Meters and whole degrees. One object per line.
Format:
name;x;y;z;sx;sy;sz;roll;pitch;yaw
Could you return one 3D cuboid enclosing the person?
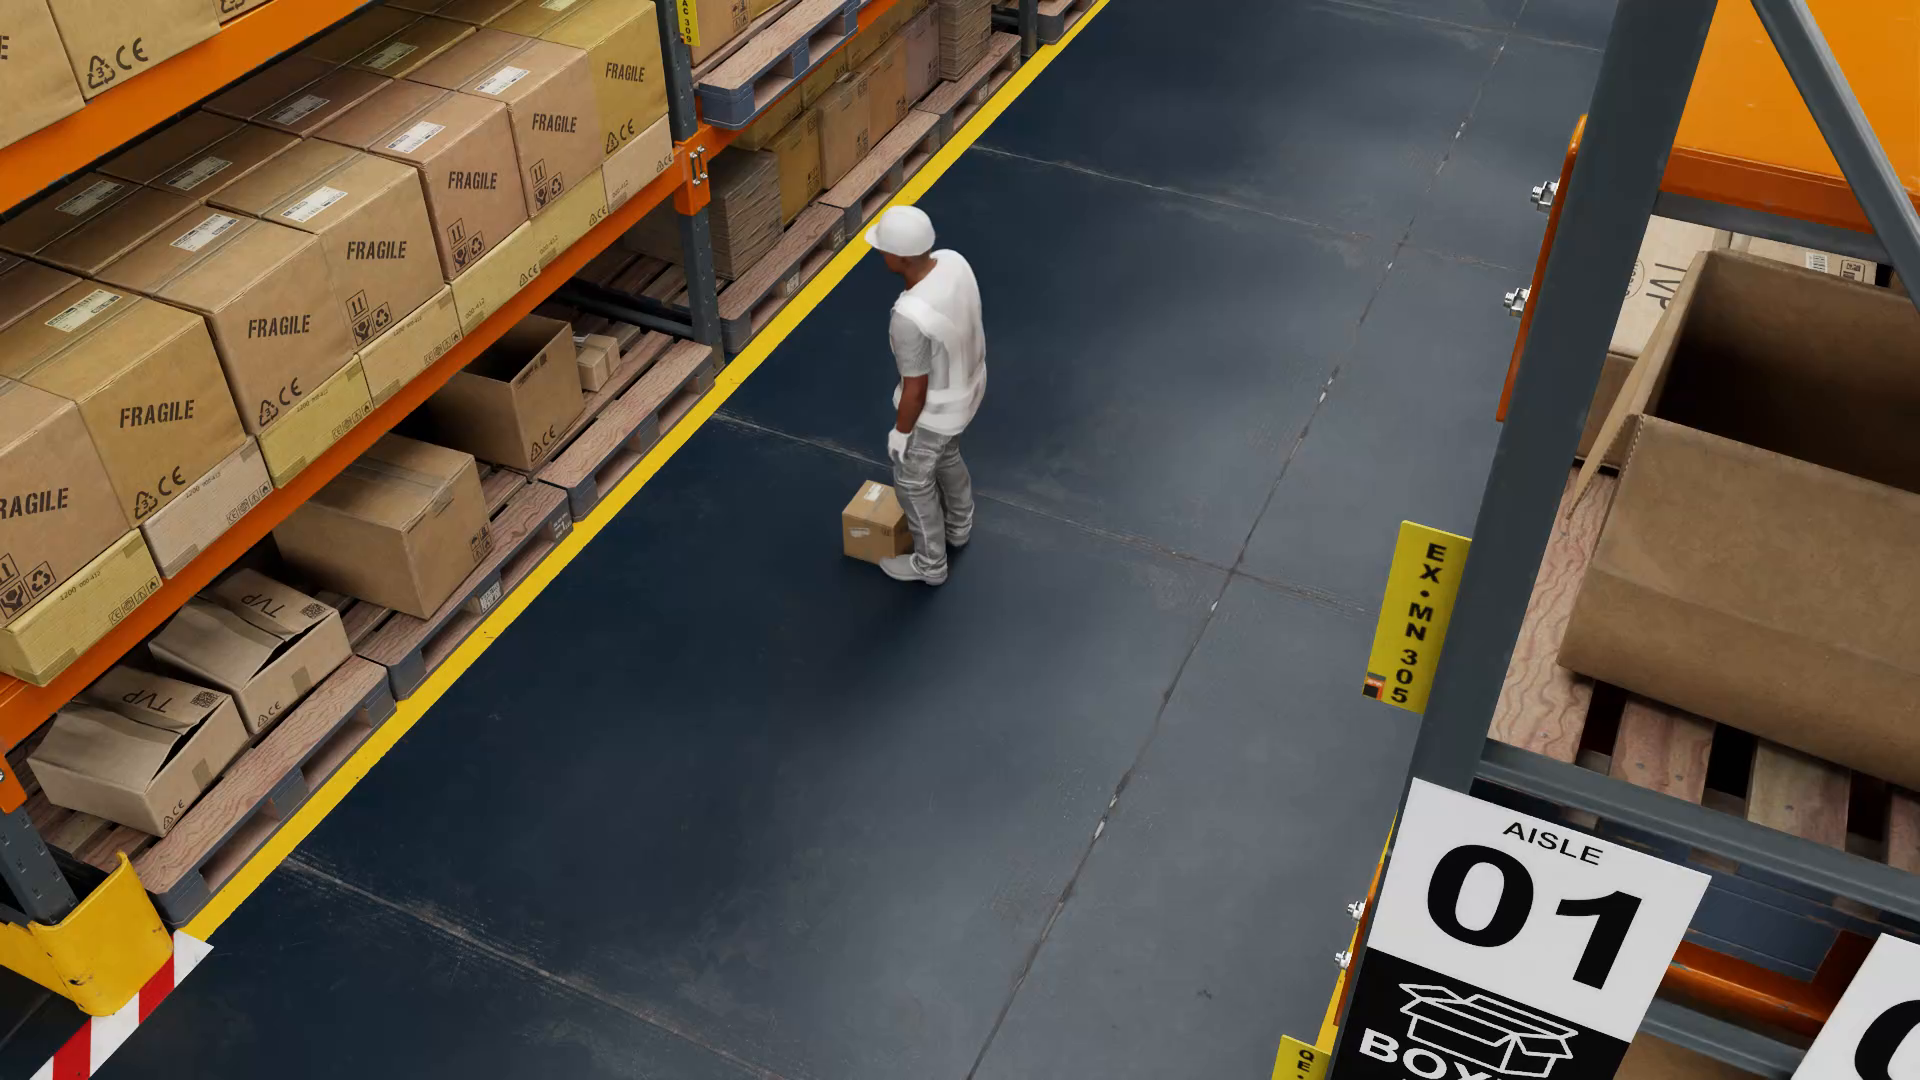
person;-0.135;-0.578;6.803;0.452;1.772;0.615;15;44;17
